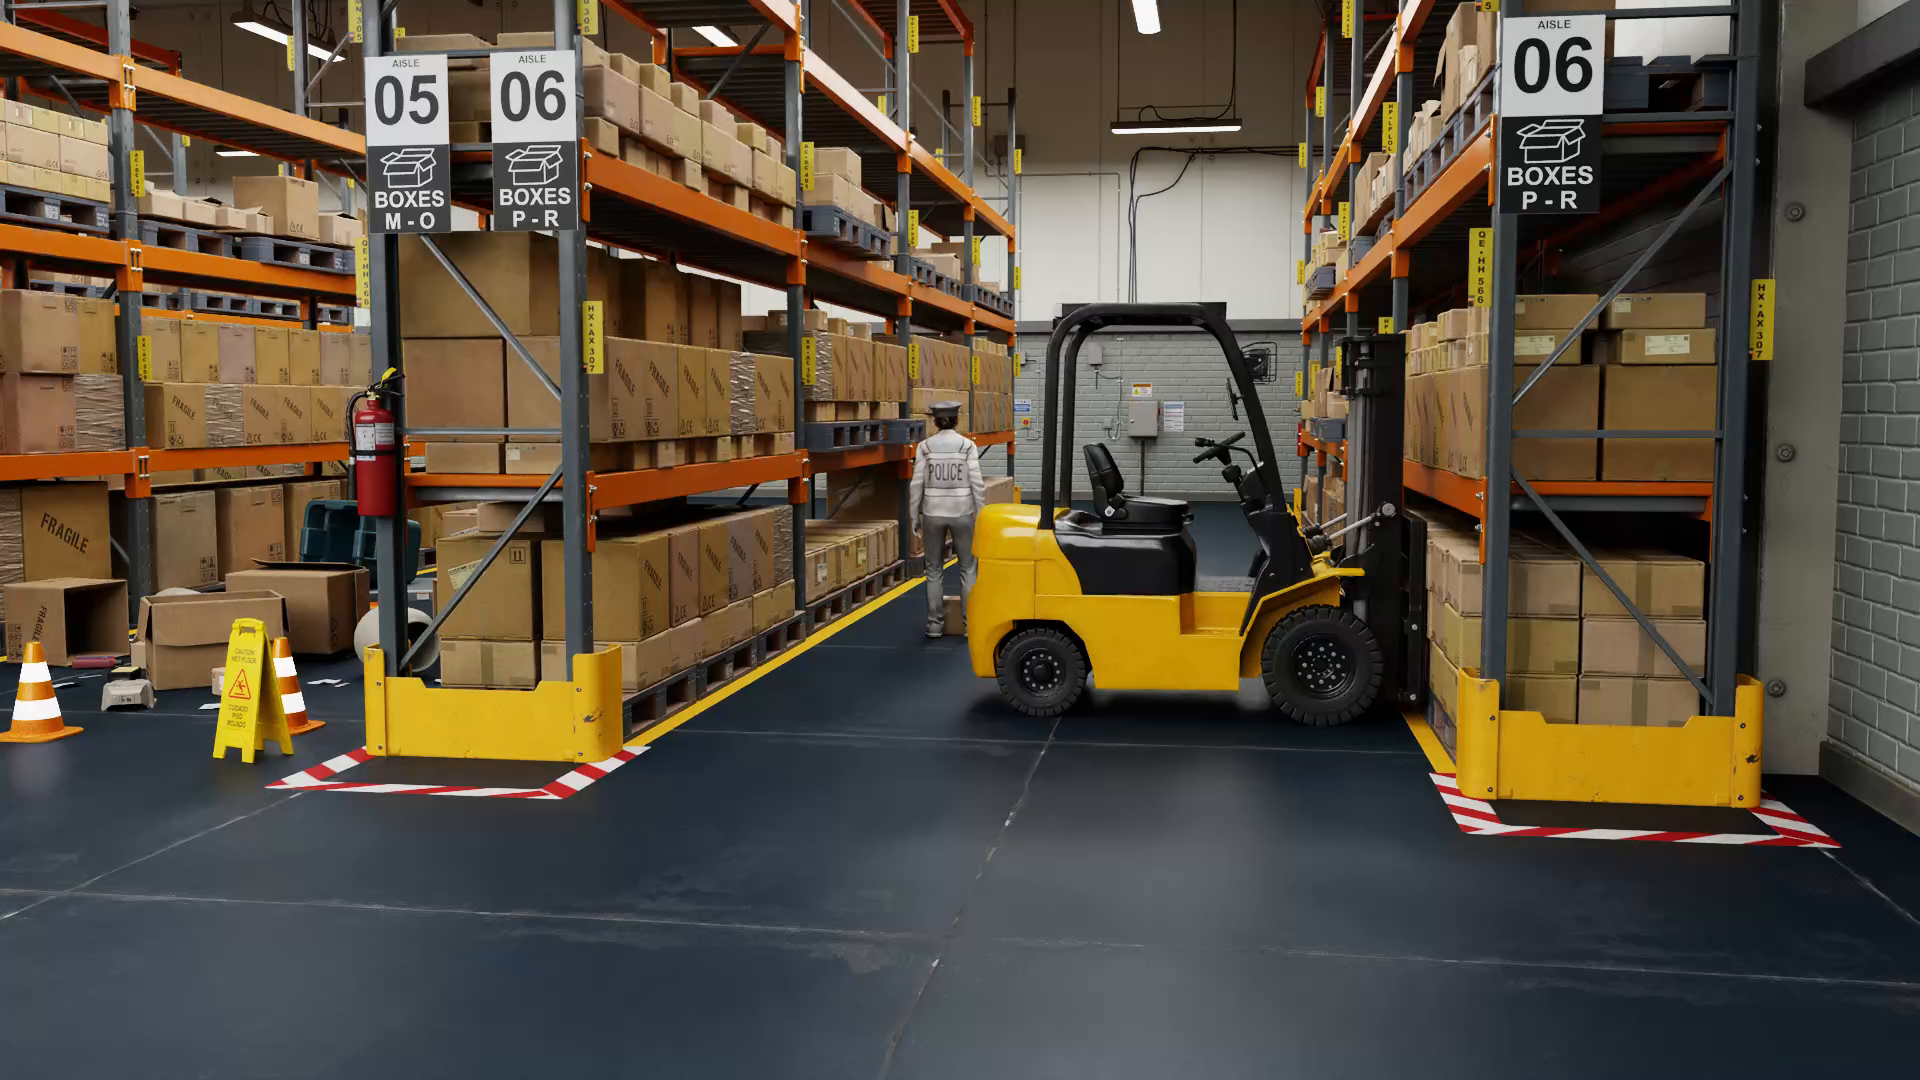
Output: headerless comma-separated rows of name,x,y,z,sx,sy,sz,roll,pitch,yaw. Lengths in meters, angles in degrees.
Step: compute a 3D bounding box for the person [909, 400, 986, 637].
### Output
person,-0.084,-0.146,11.683,0.545,1.666,0.371,0,5,6
